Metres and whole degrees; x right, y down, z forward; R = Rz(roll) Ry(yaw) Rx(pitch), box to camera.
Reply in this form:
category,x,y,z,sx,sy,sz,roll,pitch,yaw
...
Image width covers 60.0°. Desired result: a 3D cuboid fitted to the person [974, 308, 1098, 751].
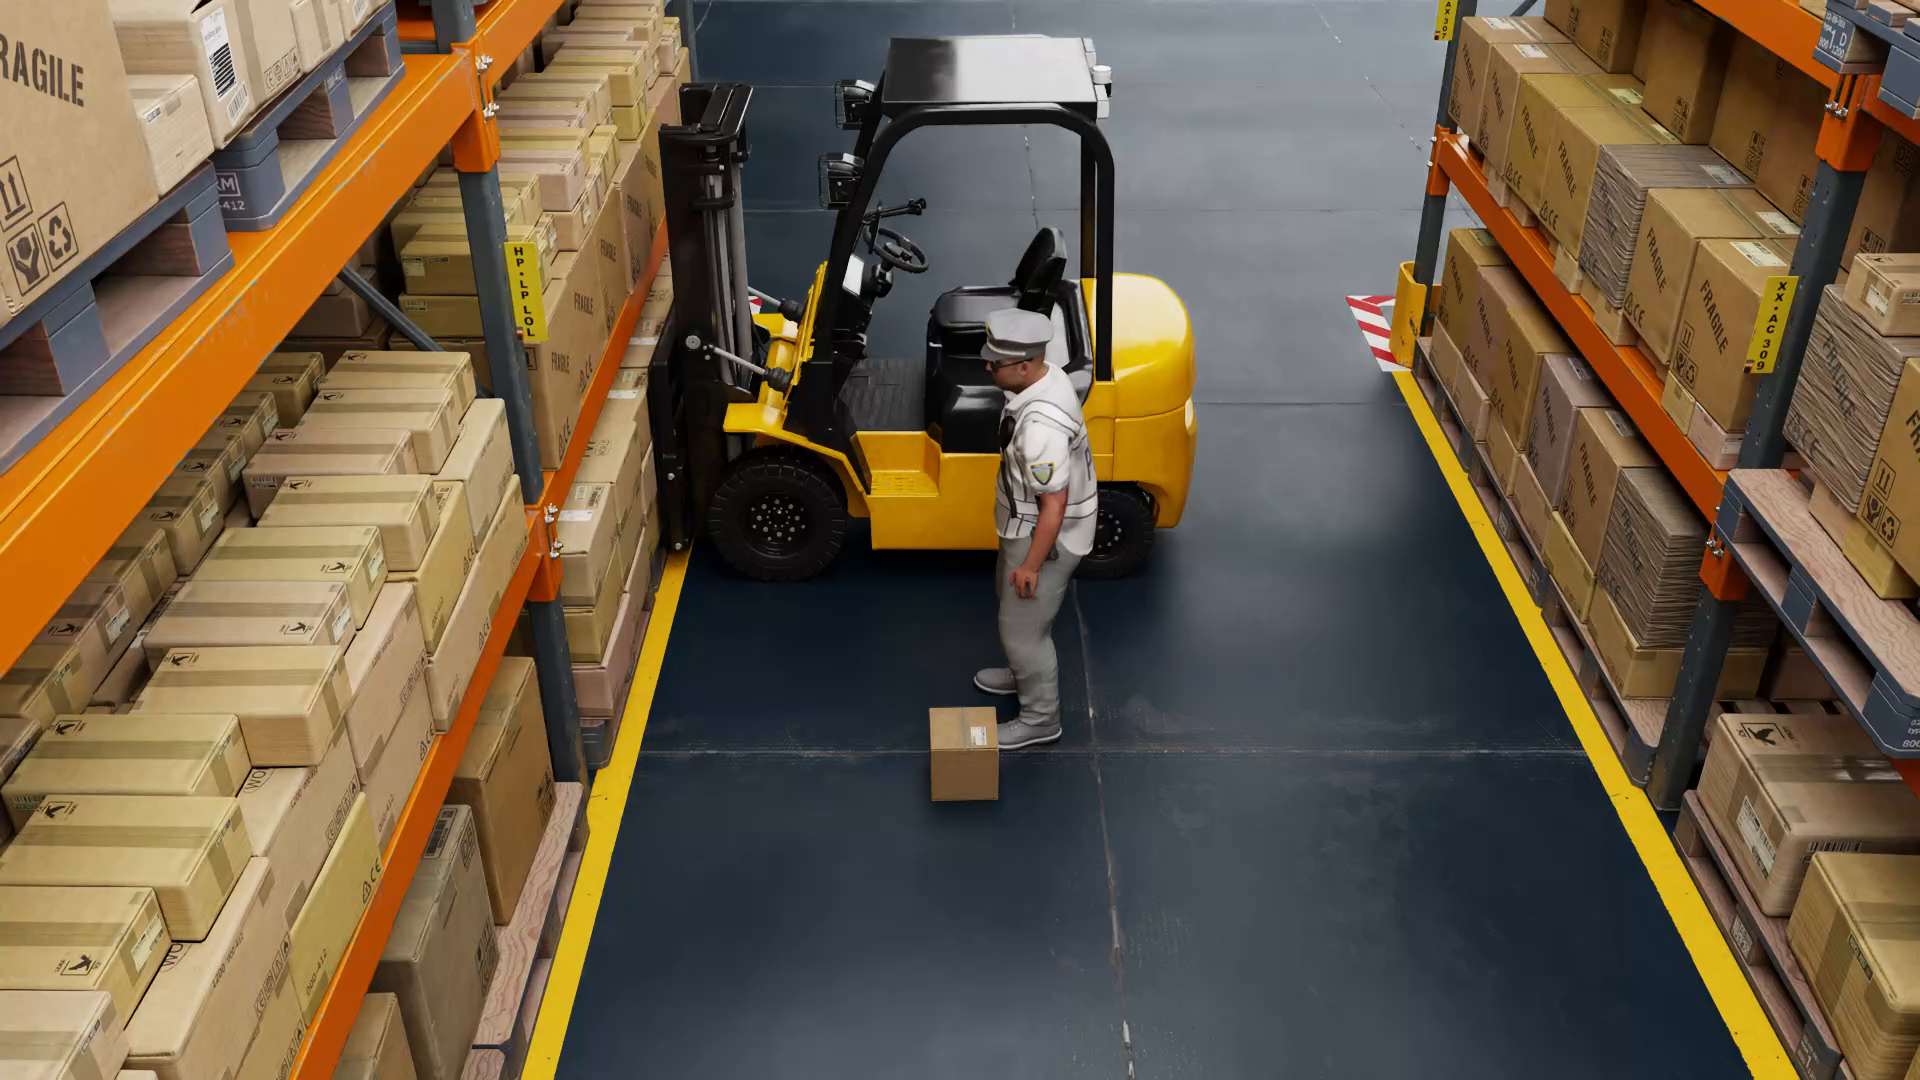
category,x,y,z,sx,sy,sz,roll,pitch,yaw
person,0.282,-0.035,6.184,0.433,1.748,0.588,-1,31,-2
